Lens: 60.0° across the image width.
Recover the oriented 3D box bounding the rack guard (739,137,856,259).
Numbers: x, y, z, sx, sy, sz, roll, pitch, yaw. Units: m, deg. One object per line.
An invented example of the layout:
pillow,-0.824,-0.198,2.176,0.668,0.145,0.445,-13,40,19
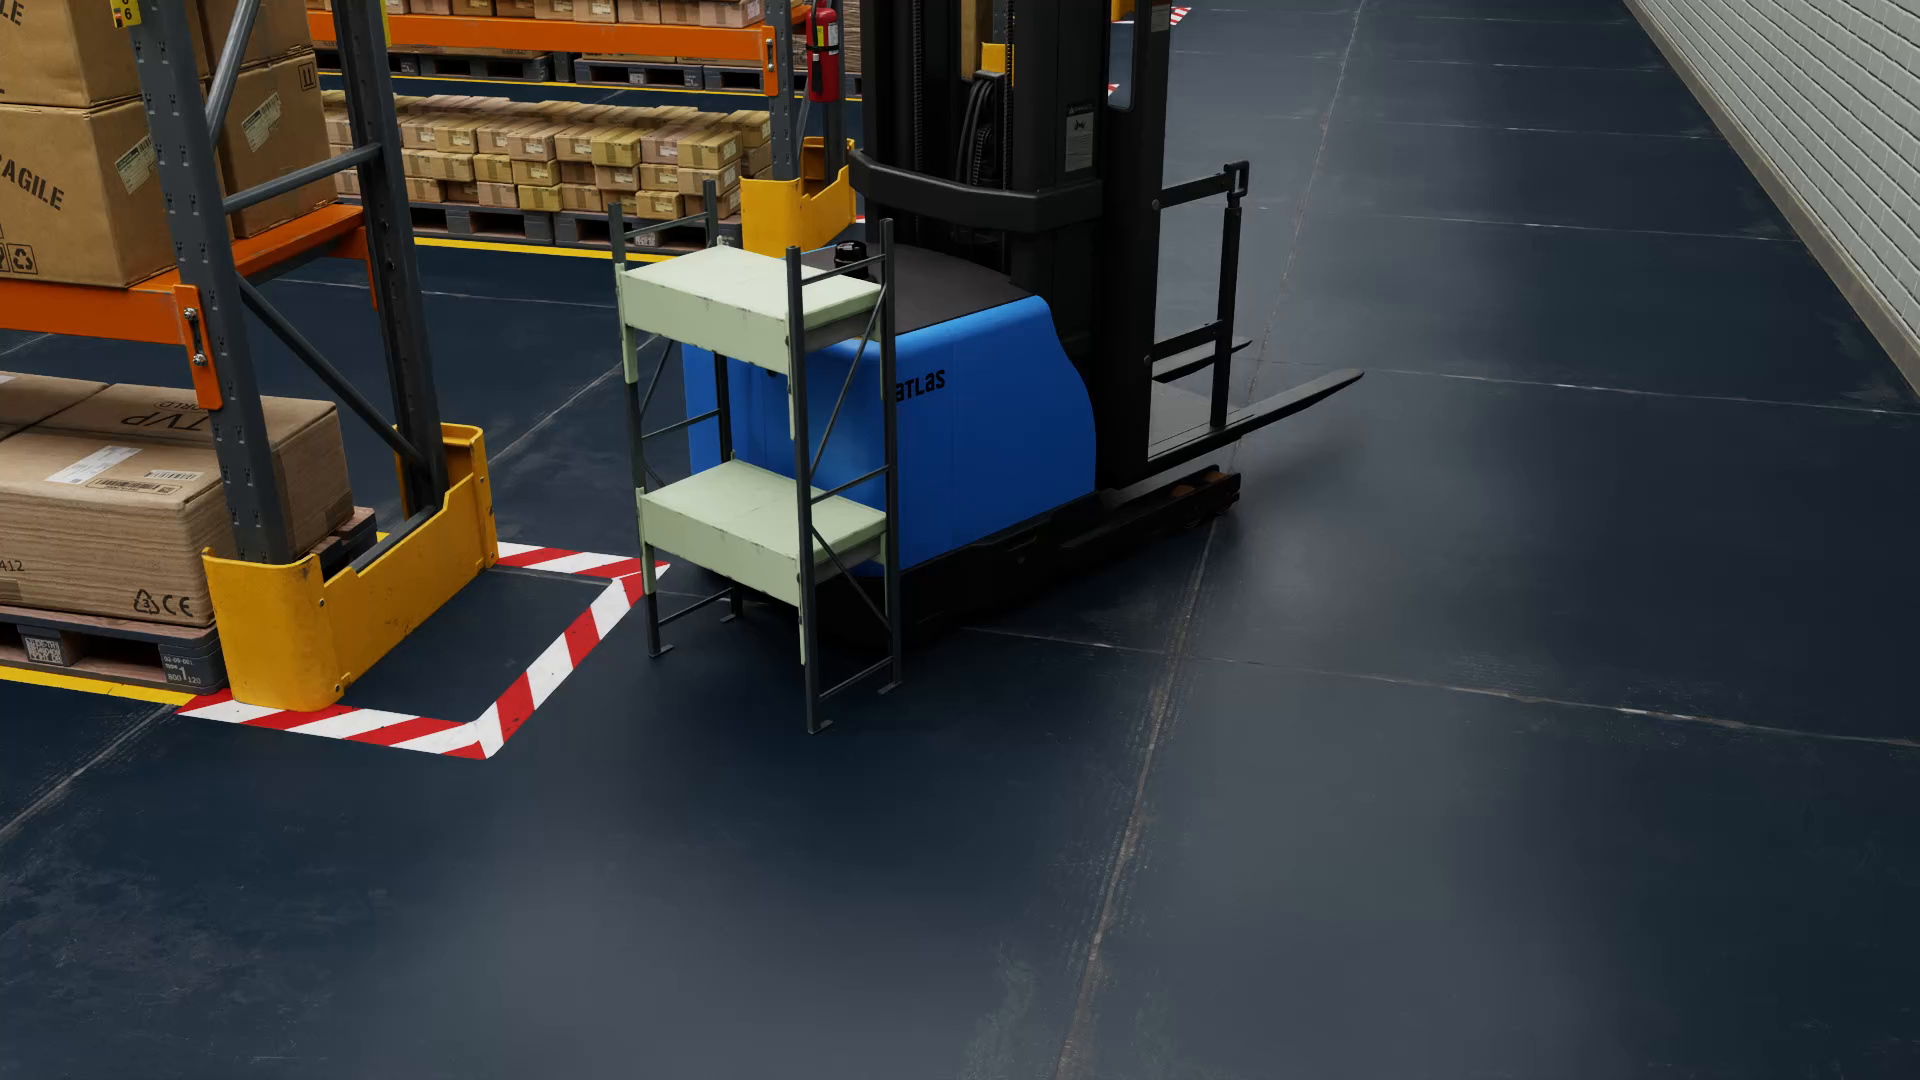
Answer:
rack guard,-0.950,-2.031,9.934,0.348,0.500,1.175,6,26,13

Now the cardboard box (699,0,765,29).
cardboard box,-1.263,-2.955,9.260,0.250,0.149,0.380,6,26,13

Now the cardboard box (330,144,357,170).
cardboard box,-3.706,-2.413,10.312,0.250,0.149,0.380,5,26,10

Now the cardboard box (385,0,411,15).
cardboard box,-3.270,-3.179,9.730,0.250,0.149,0.380,7,26,15

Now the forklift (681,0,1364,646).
forklift,0.449,-1.509,6.010,3.031,2.935,1.130,-22,33,-39

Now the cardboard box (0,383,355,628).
cardboard box,-2.676,-0.142,5.550,0.875,0.438,0.875,5,26,11

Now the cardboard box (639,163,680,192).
cardboard box,-1.699,-2.176,9.813,0.250,0.149,0.380,6,26,12

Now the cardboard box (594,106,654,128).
cardboard box,-2.069,-2.572,10.298,0.250,0.149,0.380,5,26,10

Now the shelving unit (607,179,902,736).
shelving unit,-0.603,-0.257,5.045,0.755,1.500,0.431,20,32,36

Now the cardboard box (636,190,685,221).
cardboard box,-1.713,-2.009,9.808,0.250,0.149,0.380,7,26,15

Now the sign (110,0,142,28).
sign,-2.160,-1.485,4.257,0.005,0.325,0.100,6,26,13

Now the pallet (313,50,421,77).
pallet,-5.369,-4.556,15.573,1.213,0.211,1.003,6,26,13

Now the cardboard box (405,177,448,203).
cardboard box,-3.211,-2.187,10.183,0.250,0.149,0.380,6,26,12

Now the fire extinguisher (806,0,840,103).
fire extinguisher,-0.748,-2.729,9.016,0.183,0.674,0.296,6,26,13

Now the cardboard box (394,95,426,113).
cardboard box,-3.609,-2.726,10.623,0.250,0.149,0.380,7,26,15

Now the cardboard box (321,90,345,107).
cardboard box,-4.084,-2.810,10.799,0.250,0.149,0.380,7,26,14

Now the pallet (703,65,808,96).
pallet,-1.515,-4.131,14.681,1.213,0.211,1.003,6,26,13

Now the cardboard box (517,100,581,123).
cardboard box,-2.579,-2.653,10.468,0.250,0.149,0.380,7,26,14

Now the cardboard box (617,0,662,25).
cardboard box,-1.741,-3.018,9.392,0.250,0.149,0.380,6,26,12

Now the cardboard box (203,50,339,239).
cardboard box,-2.405,-1.296,5.366,0.500,0.500,0.500,6,26,13

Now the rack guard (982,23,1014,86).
rack guard,0.480,-4.074,14.226,0.348,0.500,1.175,6,26,13

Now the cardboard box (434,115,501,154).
cardboard box,-2.962,-2.450,10.042,0.250,0.149,0.380,6,26,13

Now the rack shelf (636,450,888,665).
rack shelf,-0.603,0.037,5.185,0.720,0.370,0.431,20,32,36

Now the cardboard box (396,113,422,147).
cardboard box,-3.475,-2.487,10.120,0.250,0.149,0.380,7,26,14

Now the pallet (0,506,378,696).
pallet,-2.806,0.126,5.739,1.213,0.211,1.003,6,26,13

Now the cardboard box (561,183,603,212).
cardboard box,-2.190,-2.094,9.987,0.250,0.149,0.380,7,26,14

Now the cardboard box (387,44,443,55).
cardboard box,-4.908,-5.019,15.287,0.875,0.875,1.225,5,26,11

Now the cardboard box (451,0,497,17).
cardboard box,-2.750,-3.151,9.672,0.250,0.149,0.380,7,26,14

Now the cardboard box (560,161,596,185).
cardboard box,-2.197,-2.252,9.973,0.250,0.149,0.380,6,26,12

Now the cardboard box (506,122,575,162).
cardboard box,-2.473,-2.359,9.851,0.250,0.149,0.380,7,26,15

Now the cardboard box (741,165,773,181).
cardboard box,-1.304,-2.243,10.300,0.250,0.149,0.380,7,26,14

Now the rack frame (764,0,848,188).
rack frame,-0.877,-3.151,9.380,0.127,3.000,1.000,6,26,13

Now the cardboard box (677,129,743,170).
cardboard box,-1.453,-2.274,9.672,0.250,0.149,0.380,7,26,14

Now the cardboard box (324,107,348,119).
cardboard box,-3.959,-2.567,10.288,0.250,0.149,0.380,6,26,12

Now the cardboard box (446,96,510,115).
cardboard box,-3.060,-2.712,10.593,0.250,0.149,0.380,5,26,11

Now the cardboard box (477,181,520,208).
cardboard box,-2.712,-2.133,10.068,0.250,0.149,0.380,7,26,14

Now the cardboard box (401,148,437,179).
cardboard box,-3.217,-2.321,10.117,0.250,0.149,0.380,6,26,13

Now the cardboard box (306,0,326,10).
cardboard box,-3.756,-3.265,9.910,0.250,0.149,0.380,5,26,11

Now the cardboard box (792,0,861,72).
cardboard box,-1.065,-4.568,14.339,0.875,0.875,0.875,6,26,13

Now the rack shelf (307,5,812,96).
rack shelf,-2.814,-3.041,9.984,4.000,0.370,1.077,6,26,13

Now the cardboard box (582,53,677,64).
cardboard box,-2.798,-4.760,14.742,0.875,0.875,0.875,6,26,13

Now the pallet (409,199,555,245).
pallet,-2.906,-2.134,10.486,1.213,0.211,1.003,6,26,13

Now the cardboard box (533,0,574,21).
cardboard box,-2.242,-3.076,9.514,0.250,0.149,0.380,5,26,11

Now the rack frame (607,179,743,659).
rack frame,-0.882,-0.358,5.258,0.023,1.500,0.400,20,32,36

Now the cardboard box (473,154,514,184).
cardboard box,-2.711,-2.266,10.002,0.250,0.149,0.380,8,27,16

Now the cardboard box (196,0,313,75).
cardboard box,-2.406,-1.746,5.149,0.500,0.500,0.500,6,26,12

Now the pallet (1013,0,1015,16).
pallet,0.901,-6.113,18.844,1.213,0.211,1.003,6,26,13

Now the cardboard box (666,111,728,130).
cardboard box,-1.597,-2.499,10.146,0.250,0.149,0.380,7,26,14

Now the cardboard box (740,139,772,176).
cardboard box,-1.320,-2.351,10.181,0.250,0.149,0.380,7,26,15

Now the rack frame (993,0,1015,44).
rack frame,0.456,-5.205,13.694,0.127,3.000,1.000,6,26,13

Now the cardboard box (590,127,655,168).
cardboard box,-1.964,-2.299,9.726,0.250,0.149,0.380,6,26,12
